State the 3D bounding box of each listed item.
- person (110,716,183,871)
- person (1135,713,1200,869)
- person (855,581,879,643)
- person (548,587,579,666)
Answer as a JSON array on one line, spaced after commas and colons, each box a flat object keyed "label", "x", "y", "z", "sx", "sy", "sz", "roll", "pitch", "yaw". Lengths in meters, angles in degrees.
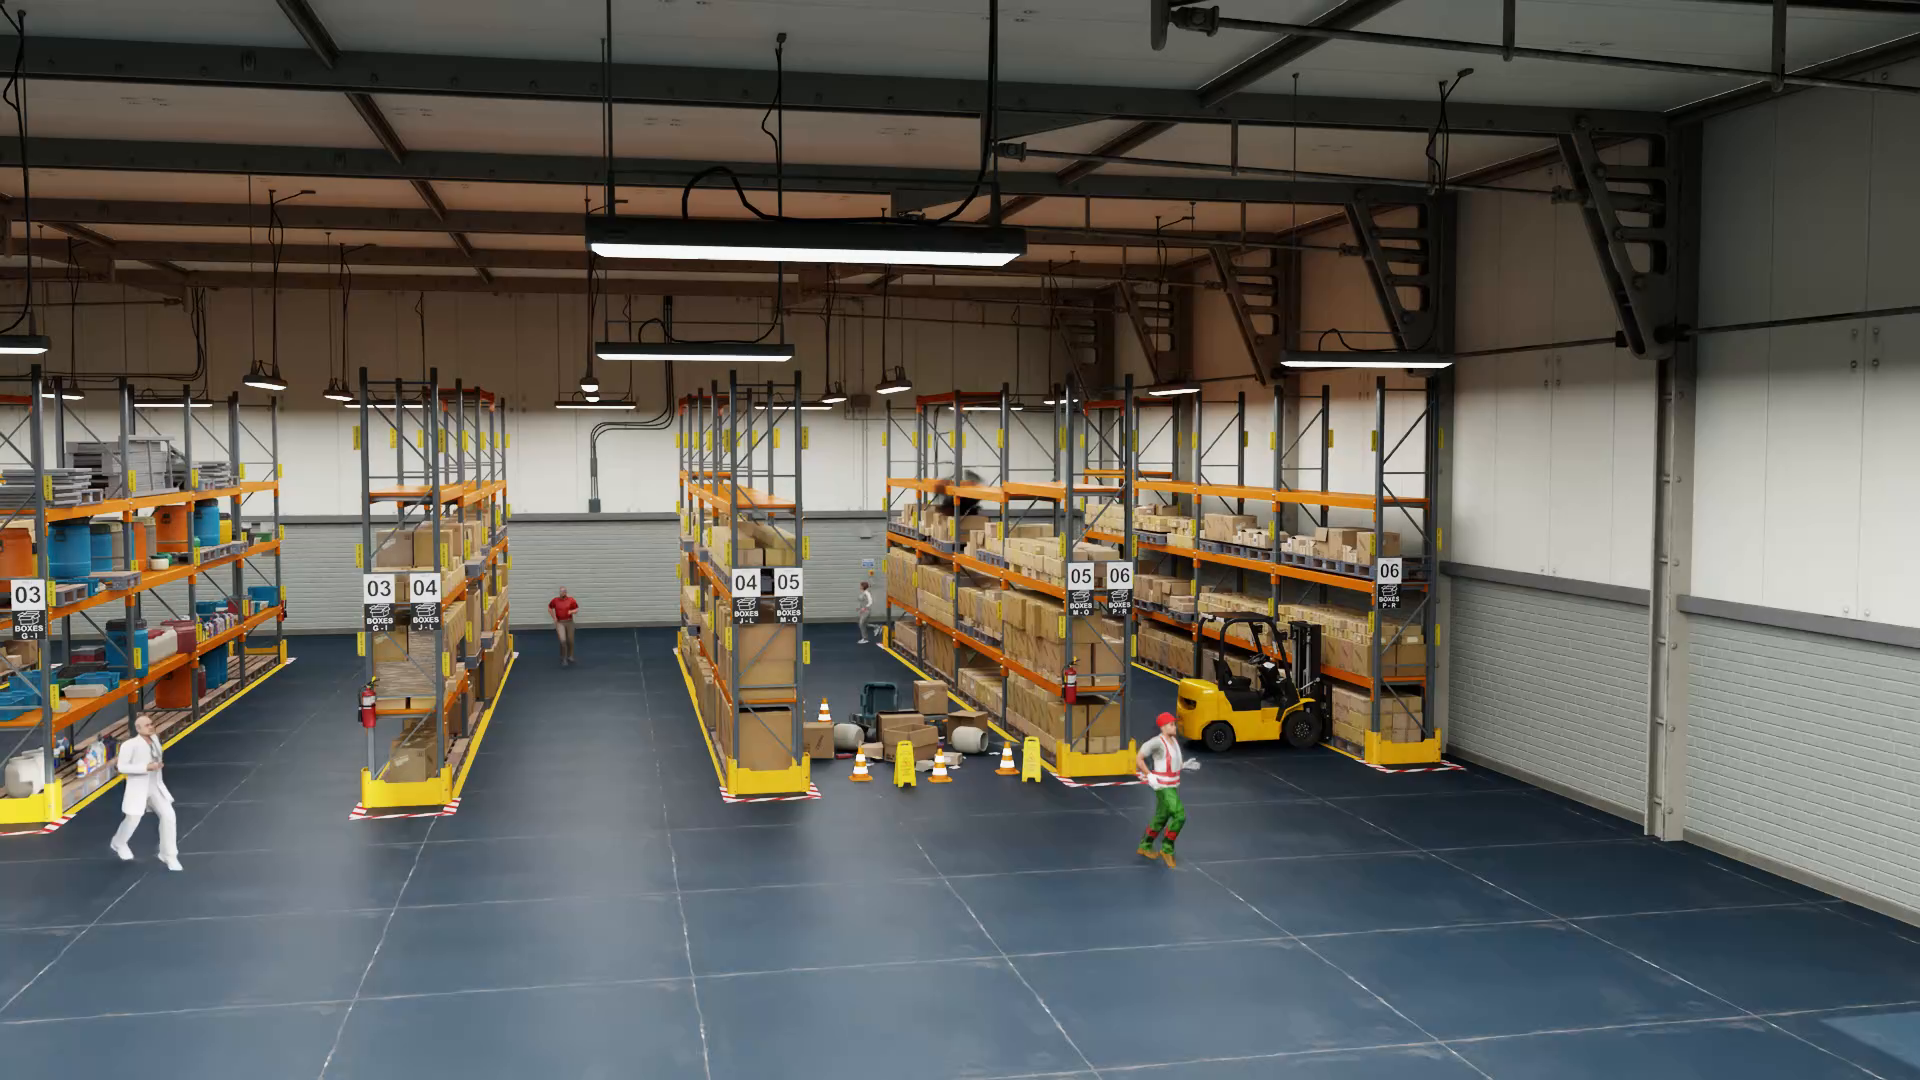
[{"label": "person", "x": -9.608, "y": 2.972, "z": 19.458, "sx": 1.034, "sy": 1.843, "sz": 0.671, "roll": 2, "pitch": 4, "yaw": 28}, {"label": "person", "x": 2.439, "y": 2.949, "z": 19.618, "sx": 0.754, "sy": 1.830, "sz": 0.632, "roll": 2, "pitch": 4, "yaw": 30}, {"label": "person", "x": -2.259, "y": 1.782, "z": 41.244, "sx": 0.598, "sy": 1.554, "sz": 0.522, "roll": -1, "pitch": 4, "yaw": -20}, {"label": "person", "x": -8.881, "y": 1.938, "z": 37.317, "sx": 0.650, "sy": 1.797, "sz": 0.731, "roll": -1, "pitch": 4, "yaw": -22}]
